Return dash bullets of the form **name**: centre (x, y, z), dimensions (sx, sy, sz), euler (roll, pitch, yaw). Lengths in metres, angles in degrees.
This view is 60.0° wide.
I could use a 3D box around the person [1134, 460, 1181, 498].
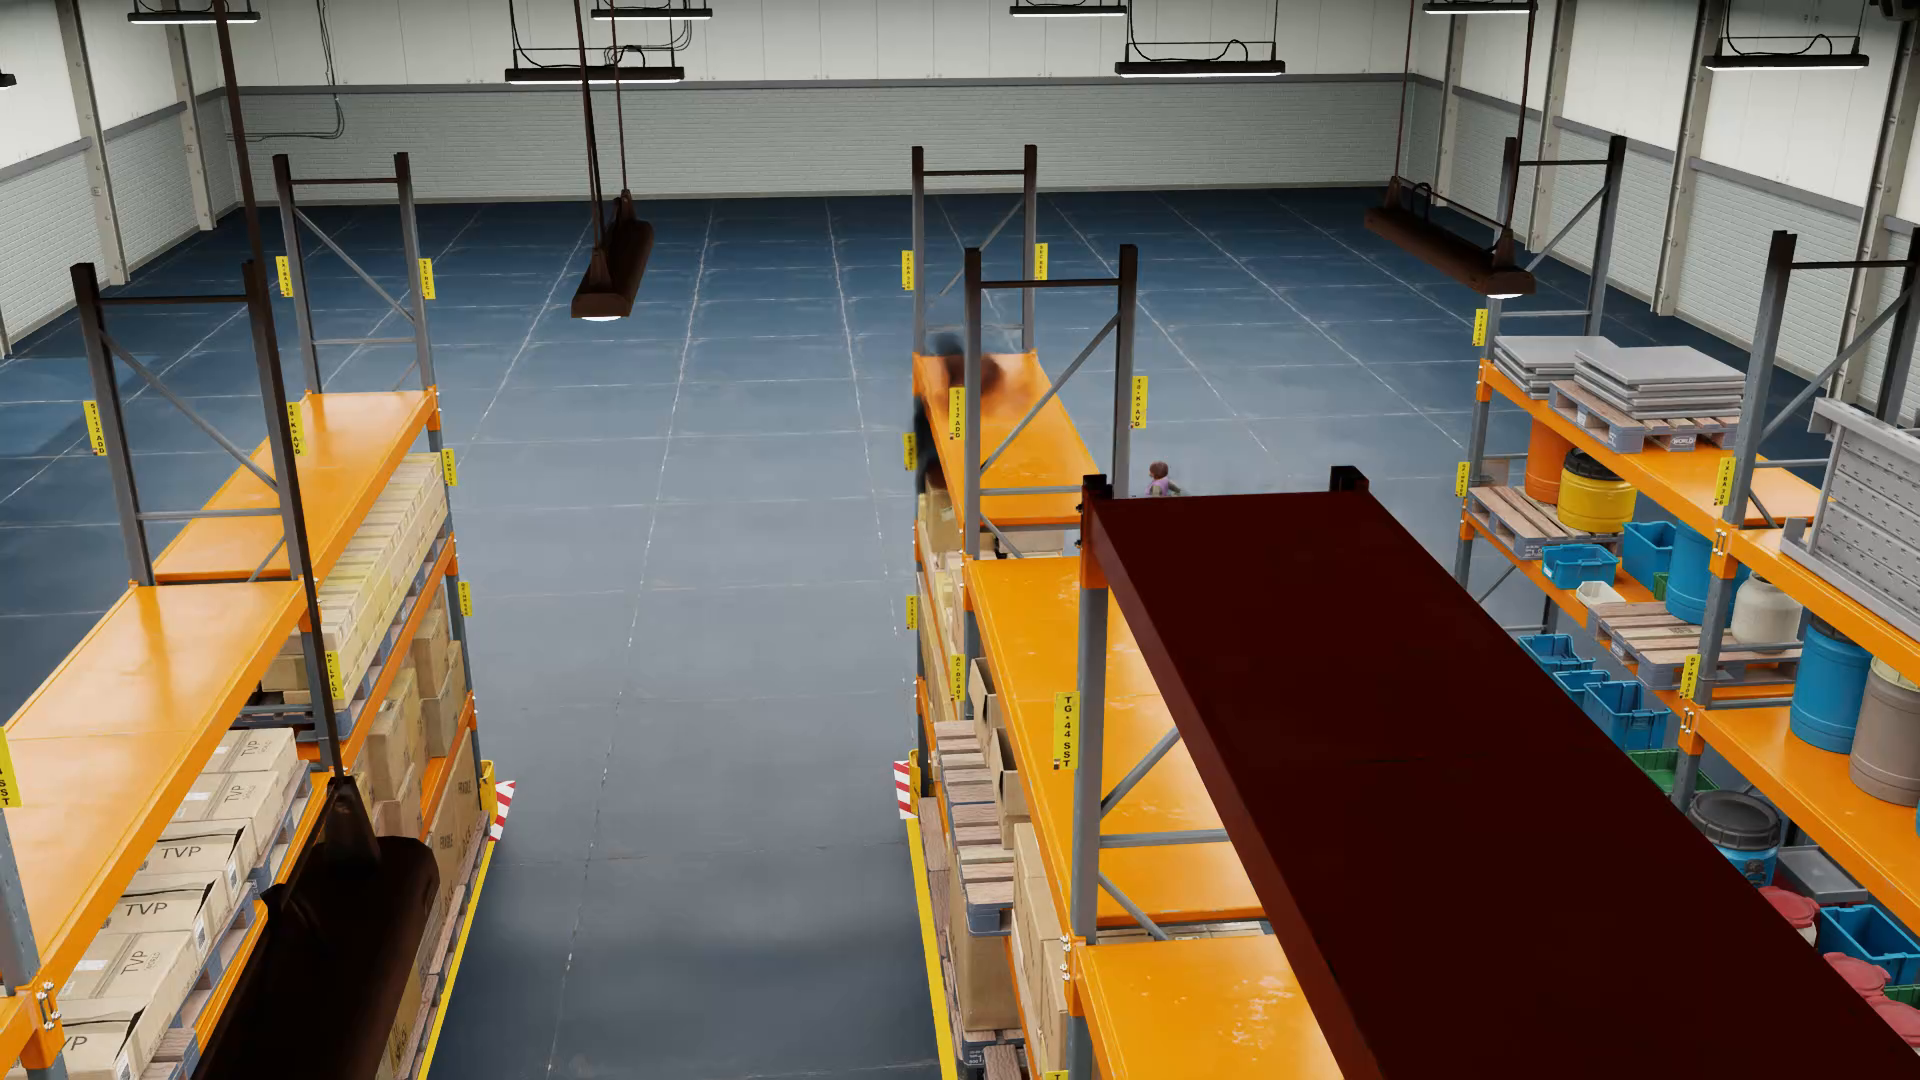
- **person**: centre (2.344, -0.217, 20.013), dimensions (0.625, 1.585, 0.519), euler (4, 22, 11)
